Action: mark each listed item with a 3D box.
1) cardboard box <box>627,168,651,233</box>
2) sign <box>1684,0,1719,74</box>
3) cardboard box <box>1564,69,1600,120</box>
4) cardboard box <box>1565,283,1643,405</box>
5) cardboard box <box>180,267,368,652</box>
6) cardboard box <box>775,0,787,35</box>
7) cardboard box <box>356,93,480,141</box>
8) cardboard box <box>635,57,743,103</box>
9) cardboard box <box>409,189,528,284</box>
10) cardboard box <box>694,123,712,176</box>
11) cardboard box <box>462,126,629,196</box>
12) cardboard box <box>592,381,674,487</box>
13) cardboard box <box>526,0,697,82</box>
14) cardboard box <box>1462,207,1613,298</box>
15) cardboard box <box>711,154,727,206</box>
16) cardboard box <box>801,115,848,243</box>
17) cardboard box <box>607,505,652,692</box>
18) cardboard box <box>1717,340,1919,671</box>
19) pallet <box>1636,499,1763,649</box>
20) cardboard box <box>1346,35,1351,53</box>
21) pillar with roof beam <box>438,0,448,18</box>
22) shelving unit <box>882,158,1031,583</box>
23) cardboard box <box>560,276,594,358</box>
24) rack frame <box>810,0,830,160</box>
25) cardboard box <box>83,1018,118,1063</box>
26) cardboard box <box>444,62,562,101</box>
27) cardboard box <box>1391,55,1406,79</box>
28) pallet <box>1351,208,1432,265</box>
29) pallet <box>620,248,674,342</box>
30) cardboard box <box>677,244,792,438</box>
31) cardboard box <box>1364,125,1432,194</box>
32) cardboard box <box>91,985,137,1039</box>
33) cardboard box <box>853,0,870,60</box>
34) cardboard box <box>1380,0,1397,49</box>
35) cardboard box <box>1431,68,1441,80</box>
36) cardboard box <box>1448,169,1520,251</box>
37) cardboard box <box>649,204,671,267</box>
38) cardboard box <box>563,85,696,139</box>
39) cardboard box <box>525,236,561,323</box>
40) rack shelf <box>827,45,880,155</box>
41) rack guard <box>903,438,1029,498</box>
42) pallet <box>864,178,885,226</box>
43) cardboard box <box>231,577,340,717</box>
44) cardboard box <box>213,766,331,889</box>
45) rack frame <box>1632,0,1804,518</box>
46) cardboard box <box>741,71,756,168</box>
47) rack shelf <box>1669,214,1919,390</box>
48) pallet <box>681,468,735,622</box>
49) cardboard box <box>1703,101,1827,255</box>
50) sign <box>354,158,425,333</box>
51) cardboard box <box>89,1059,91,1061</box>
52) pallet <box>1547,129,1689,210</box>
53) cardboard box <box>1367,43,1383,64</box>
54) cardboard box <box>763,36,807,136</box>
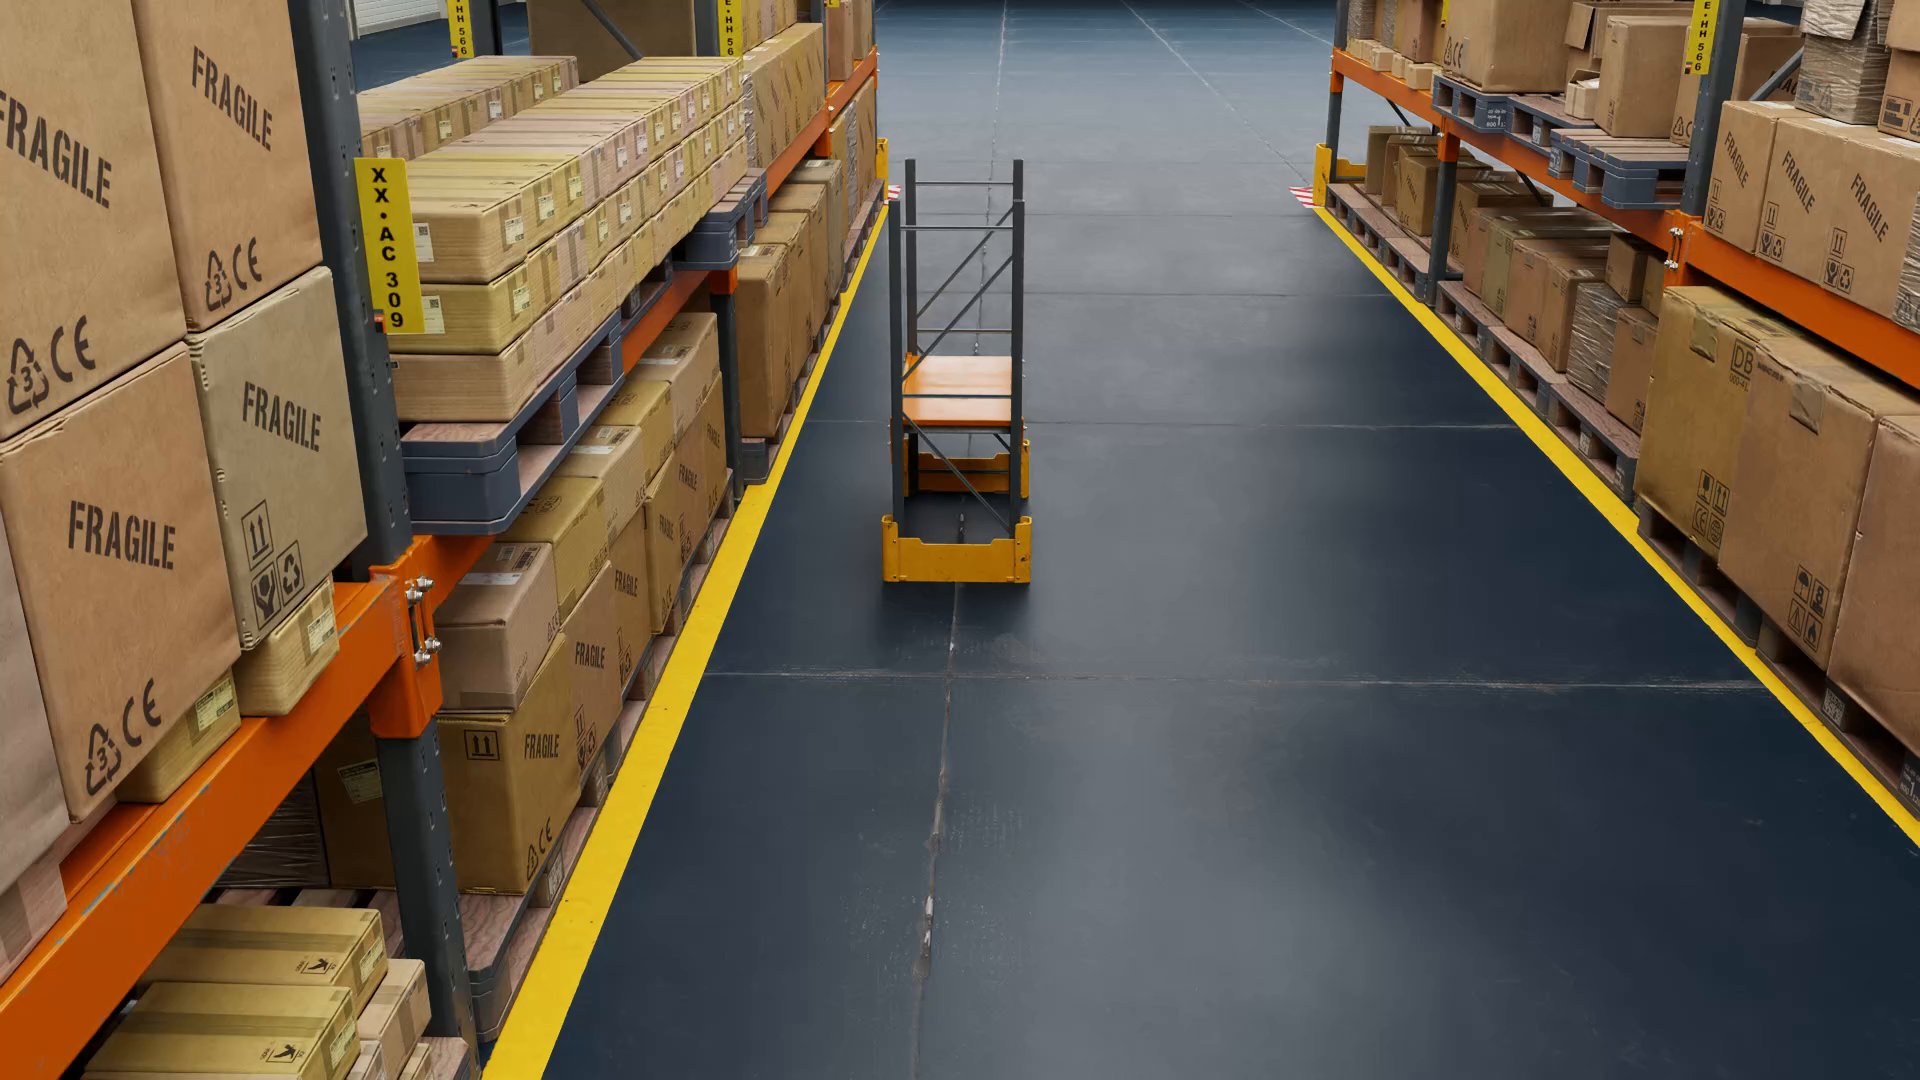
[{"bbox_3d":[-1.097,-0.972,4.744,0.380,0.149,0.250,0,21,1],"label":"cardboard box"},{"bbox_3d":[2.930,-2.004,6.555,0.100,0.325,0.005,1,21,2],"label":"sign"},{"bbox_3d":[3.254,-2.237,8.253,0.396,0.266,0.258,0,21,0],"label":"cardboard box"},{"bbox_3d":[3.477,-0.981,8.258,0.700,0.500,0.500,-1,21,-3],"label":"cardboard box"},{"bbox_3d":[-1.336,-0.150,2.720,0.500,0.500,0.500,1,21,2],"label":"cardboard box"},{"bbox_3d":[-1.383,-3.183,9.565,0.700,0.500,0.500,0,21,1],"label":"cardboard box"},{"bbox_3d":[-1.728,-1.305,5.190,0.380,0.149,0.250,1,21,3],"label":"cardboard box"},{"bbox_3d":[-1.038,-1.763,6.370,0.380,0.149,0.250,0,21,0],"label":"cardboard box"},{"bbox_3d":[-1.132,-0.636,3.467,0.380,0.149,0.250,2,21,4],"label":"cardboard box"},{"bbox_3d":[-1.062,-1.341,5.694,0.380,0.149,0.250,1,21,2],"label":"cardboard box"},{"bbox_3d":[-1.102,-1.013,4.437,0.380,0.149,0.250,0,21,1],"label":"cardboard box"},{"bbox_3d":[-1.276,-0.353,5.630,0.500,0.250,0.500,1,21,3],"label":"cardboard box"},{"bbox_3d":[-1.458,-2.264,7.197,0.700,0.500,0.500,1,21,1],"label":"cardboard box"},{"bbox_3d":[3.554,-1.762,10.272,0.700,0.500,0.500,-1,21,-3],"label":"cardboard box"},{"bbox_3d":[-1.054,-1.302,6.004,0.380,0.149,0.250,1,21,3],"label":"cardboard box"},{"bbox_3d":[-1.271,-2.467,11.598,0.875,0.875,0.875,1,21,2],"label":"cardboard box"},{"bbox_3d":[-1.299,0.181,5.290,0.500,0.500,0.500,1,21,3],"label":"cardboard box"},{"bbox_3d":[3.396,-0.132,5.579,1.225,0.875,0.875,1,21,2],"label":"cardboard box"},{"bbox_3d":[3.374,0.086,6.515,1.003,0.211,1.213,1,21,2],"label":"pallet"},{"bbox_3d":[3.469,-4.173,13.985,0.380,0.149,0.250,1,21,2],"label":"cardboard box"},{"bbox_3d":[-7.040,-15.738,35.151,9.100,9.000,0.400,1,21,2],"label":"pillar with roof beam"},{"bbox_3d":[0.002,-0.727,6.829,0.587,1.500,1.083,1,21,2],"label":"shelving unit"},{"bbox_3d":[-1.118,-0.550,4.066,0.380,0.149,0.250,1,21,2],"label":"cardboard box"},{"bbox_3d":[-1.360,-3.036,10.706,1.000,3.000,0.127,1,21,2],"label":"rack frame"},{"bbox_3d":[-1.934,0.979,3.308,0.380,0.149,0.250,2,21,4],"label":"cardboard box"},{"bbox_3d":[-1.695,-1.683,6.165,0.380,0.149,0.250,0,21,0],"label":"cardboard box"},{"bbox_3d":[3.368,-3.451,12.122,0.380,0.149,0.250,1,21,2],"label":"cardboard box"},{"bbox_3d":[3.614,-2.330,12.742,1.003,0.211,1.213,1,21,2],"label":"pallet"},{"bbox_3d":[-1.501,-0.784,5.167,1.003,0.211,1.213,1,21,2],"label":"pallet"},{"bbox_3d":[-1.373,-0.955,7.874,1.050,0.750,0.750,0,21,1],"label":"cardboard box"},{"bbox_3d":[3.680,-3.196,13.993,0.500,0.500,0.500,5,22,12],"label":"cardboard box"},{"bbox_3d":[-1.821,0.835,3.268,0.380,0.149,0.250,1,21,4],"label":"cardboard box"},{"bbox_3d":[-1.199,-4.218,13.546,0.875,0.550,0.550,1,21,2],"label":"cardboard box"},{"bbox_3d":[3.718,-4.015,12.681,0.875,0.500,0.500,1,21,2],"label":"cardboard box"},{"bbox_3d":[3.392,-3.088,11.189,0.380,0.149,0.250,1,21,2],"label":"cardboard box"},{"bbox_3d":[3.657,-2.326,11.753,0.500,0.500,0.500,8,22,19],"label":"cardboard box"},{"bbox_3d":[-1.087,-0.922,5.026,0.380,0.149,0.250,0,21,-1],"label":"cardboard box"},{"bbox_3d":[-1.074,-1.394,5.419,0.380,0.149,0.250,1,21,2],"label":"cardboard box"},{"bbox_3d":[-1.126,-0.592,3.762,0.380,0.149,0.250,0,21,1],"label":"cardboard box"},{"bbox_3d":[-1.299,-3.423,12.700,1.077,0.370,4.000,1,21,2],"label":"rack shelf"},{"bbox_3d":[0.017,-0.324,7.519,0.587,0.250,0.087,1,21,2],"label":"rack guard"},{"bbox_3d":[-1.185,-2.892,14.190,1.003,0.211,1.213,1,21,2],"label":"pallet"},{"bbox_3d":[-1.277,0.174,2.781,0.380,0.149,0.250,0,21,0],"label":"cardboard box"},{"bbox_3d":[-1.833,0.556,4.324,0.500,0.500,0.500,0,21,1],"label":"cardboard box"},{"bbox_3d":[3.473,-1.498,6.744,1.000,3.000,0.127,1,21,2],"label":"rack frame"},{"bbox_3d":[-1.198,-1.795,7.371,0.500,0.500,0.500,1,21,2],"label":"cardboard box"},{"bbox_3d":[3.412,-0.440,5.010,1.077,0.370,4.000,1,21,2],"label":"rack shelf"},{"bbox_3d":[-1.507,-0.007,6.755,1.003,0.211,1.213,1,21,2],"label":"pallet"},{"bbox_3d":[3.186,-1.372,6.280,0.500,0.500,0.500,1,21,3],"label":"cardboard box"},{"bbox_3d":[-1.061,-0.543,3.086,0.100,0.325,0.005,1,21,2],"label":"sign"},{"bbox_3d":[-1.936,1.118,3.361,0.380,0.149,0.250,0,21,-1],"label":"cardboard box"},{"bbox_3d":[3.388,-1.668,7.445,1.213,0.211,1.003,1,21,2],"label":"pallet"},{"bbox_3d":[3.418,-3.812,13.054,0.380,0.149,0.250,1,21,2],"label":"cardboard box"},{"bbox_3d":[-1.139,-2.525,9.252,0.500,0.500,0.500,1,21,2],"label":"cardboard box"}]
